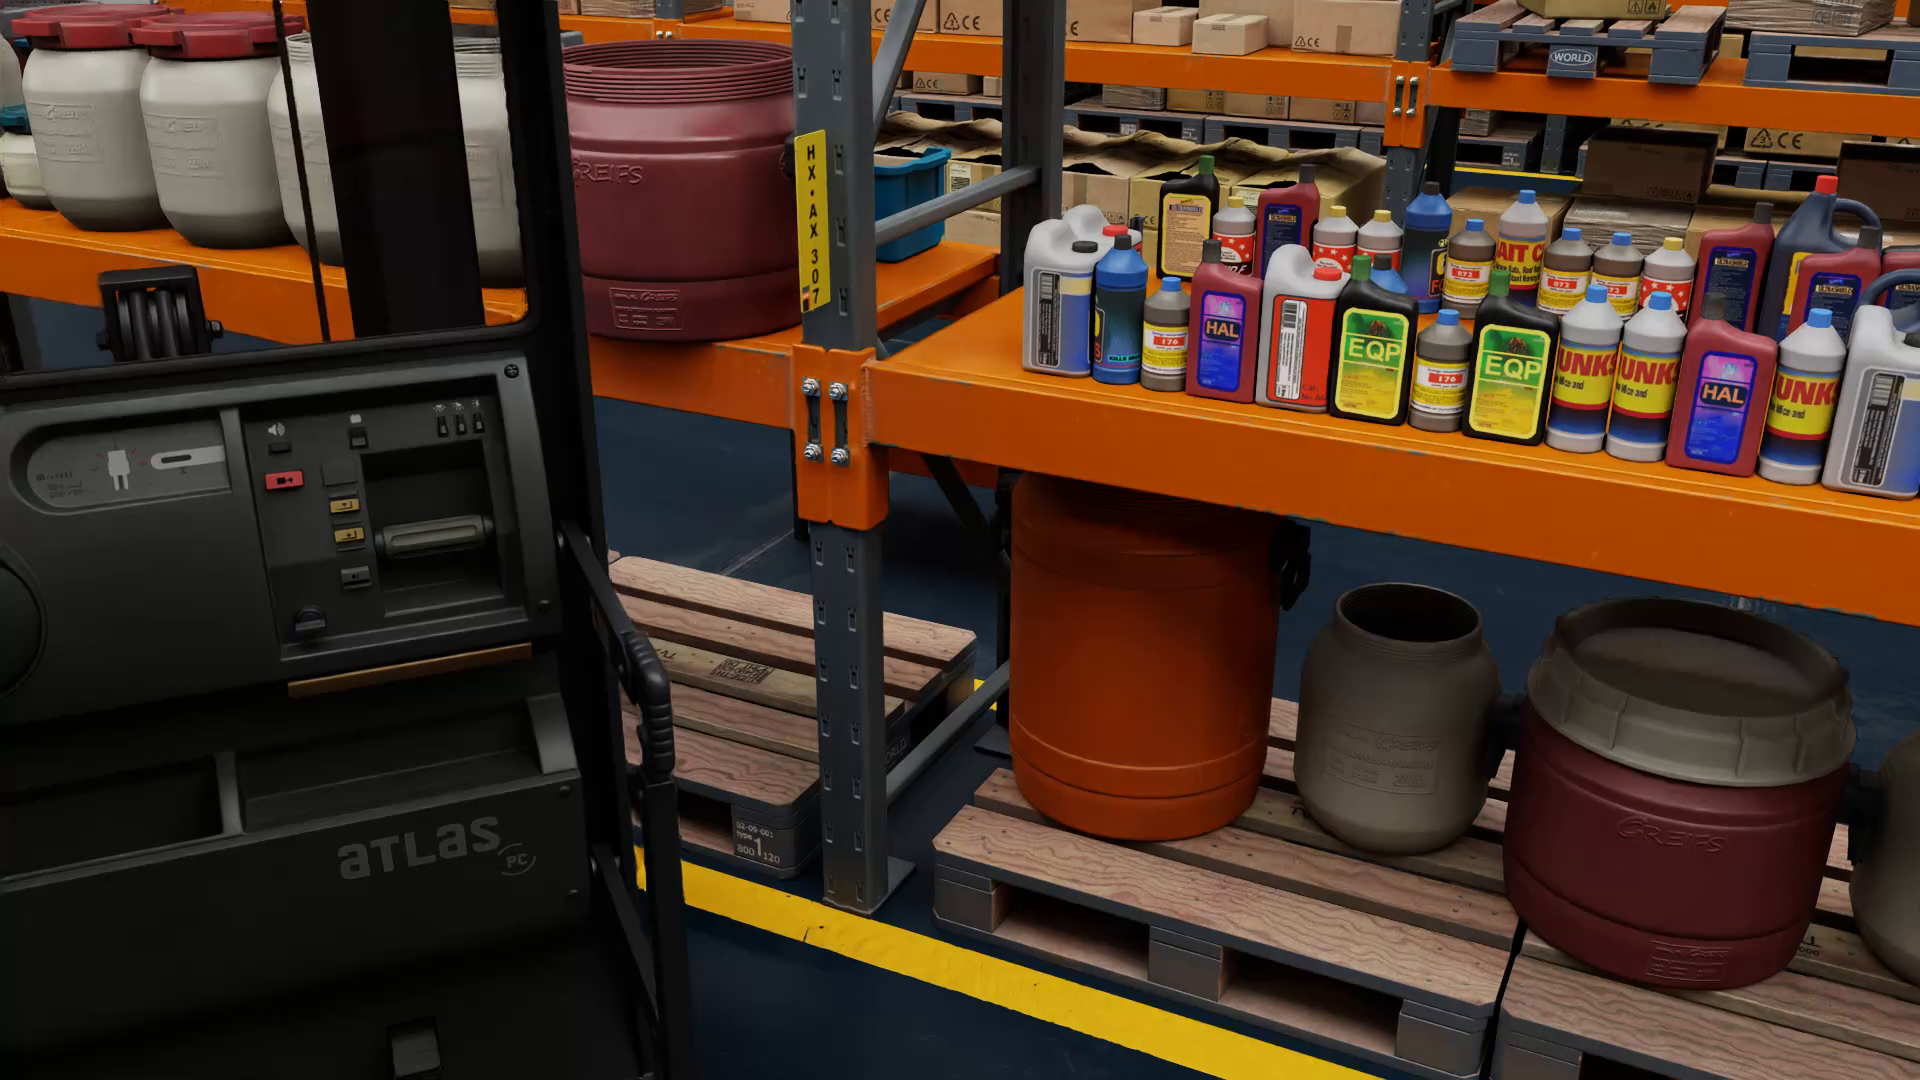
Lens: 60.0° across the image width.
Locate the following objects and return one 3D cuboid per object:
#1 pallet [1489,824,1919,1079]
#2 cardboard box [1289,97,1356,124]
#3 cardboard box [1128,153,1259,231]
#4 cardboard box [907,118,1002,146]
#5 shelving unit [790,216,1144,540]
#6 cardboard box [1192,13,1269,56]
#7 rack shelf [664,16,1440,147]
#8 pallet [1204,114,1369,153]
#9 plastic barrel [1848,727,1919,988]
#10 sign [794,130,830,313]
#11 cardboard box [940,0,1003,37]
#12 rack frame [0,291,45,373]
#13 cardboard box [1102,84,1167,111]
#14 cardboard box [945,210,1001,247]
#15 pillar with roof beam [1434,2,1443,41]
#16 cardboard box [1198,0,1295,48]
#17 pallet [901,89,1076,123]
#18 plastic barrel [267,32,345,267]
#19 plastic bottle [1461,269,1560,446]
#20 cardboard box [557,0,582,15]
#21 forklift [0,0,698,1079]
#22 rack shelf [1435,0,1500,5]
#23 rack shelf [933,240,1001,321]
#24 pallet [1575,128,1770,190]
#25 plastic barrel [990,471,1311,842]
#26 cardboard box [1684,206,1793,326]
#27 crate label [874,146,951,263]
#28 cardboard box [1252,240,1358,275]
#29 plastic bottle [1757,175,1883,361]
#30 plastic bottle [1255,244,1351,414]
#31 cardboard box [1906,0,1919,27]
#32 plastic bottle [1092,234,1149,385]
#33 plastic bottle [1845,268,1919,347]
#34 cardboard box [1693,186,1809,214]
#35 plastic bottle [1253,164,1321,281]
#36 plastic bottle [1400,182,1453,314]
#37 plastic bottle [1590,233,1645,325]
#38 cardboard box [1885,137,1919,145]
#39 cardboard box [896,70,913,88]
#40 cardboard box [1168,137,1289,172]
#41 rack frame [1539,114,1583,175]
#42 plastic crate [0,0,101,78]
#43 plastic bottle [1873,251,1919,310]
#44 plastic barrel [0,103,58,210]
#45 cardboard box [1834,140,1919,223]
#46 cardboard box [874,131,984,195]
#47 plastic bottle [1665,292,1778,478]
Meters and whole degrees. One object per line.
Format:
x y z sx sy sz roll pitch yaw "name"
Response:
1.775 0.912 3.335 1.213 0.211 1.003 11 25 25 "pallet"
2.908 -3.542 12.878 0.500 0.500 0.700 11 25 24 "cardboard box"
1.161 -1.723 8.228 0.500 0.311 0.500 11 25 24 "cardboard box"
0.038 -2.183 9.310 0.500 0.311 0.500 11 25 24 "cardboard box"
0.006 -0.516 5.527 1.048 1.125 0.538 11 25 25 "shelving unit"
1.279 -2.387 7.852 0.250 0.149 0.380 11 25 25 "cardboard box"
0.421 -2.463 8.627 4.000 0.370 1.077 11 25 25 "rack shelf"
2.656 -3.243 13.105 1.213 0.211 1.003 11 25 25 "pallet"
1.964 0.589 3.175 0.421 0.512 0.421 0 23 0 "plastic barrel"
-0.274 -0.593 3.103 0.005 0.325 0.100 11 25 25 "sign"
0.231 -2.870 8.538 0.500 0.500 0.500 11 25 25 "cardboard box"
-3.602 -1.418 5.251 0.127 3.000 1.000 11 25 25 "rack frame"
1.532 -3.806 13.498 0.500 0.500 0.700 12 26 26 "cardboard box"
0.257 -1.646 8.764 0.500 0.250 0.500 12 26 26 "cardboard box"
1.725 -5.960 8.267 0.400 9.000 9.100 11 25 25 "pillar with roof beam"
1.495 -2.625 8.204 0.500 0.311 0.500 11 25 24 "cardboard box"
0.253 -3.701 14.182 1.213 0.211 1.003 11 25 25 "pallet"
-1.423 -0.944 3.995 0.421 0.512 0.421 0 23 0 "plastic barrel"
0.926 -0.306 2.786 0.133 0.283 0.061 11 25 25 "plastic bottle"
-2.236 -3.360 9.690 0.500 0.500 0.700 11 25 24 "cardboard box"
-0.929 0.018 1.964 1.130 2.935 3.031 -9 25 -21 "forklift"
2.653 -4.194 12.697 4.000 0.370 1.077 11 25 25 "rack shelf"
0.006 -0.786 5.413 1.000 0.278 0.538 11 25 25 "rack shelf"
5.107 -2.723 11.882 1.213 0.211 1.003 11 25 25 "pallet"
0.412 0.175 3.743 0.708 0.830 0.600 11 25 25 "plastic barrel"
3.398 -1.132 7.210 0.500 0.500 0.500 11 25 24 "cardboard box"
-0.239 -0.840 4.105 0.416 0.233 0.303 11 25 25 "crate label"
1.626 -1.376 8.130 0.500 0.250 0.500 12 26 26 "cardboard box"
1.664 -0.522 3.207 0.185 0.351 0.144 11 25 25 "plastic bottle"
0.621 -0.383 2.977 0.135 0.276 0.152 11 25 25 "plastic bottle"
4.171 -2.264 6.576 0.500 0.500 0.700 5 24 11 "cardboard box"
0.299 -0.433 3.099 0.097 0.271 0.097 0 23 0 "plastic bottle"
1.535 -0.302 2.690 0.185 0.351 0.144 11 25 25 "plastic bottle"
3.608 -1.318 7.649 0.500 0.500 0.500 10 25 23 "cardboard box"
0.727 -0.694 3.699 0.133 0.283 0.061 11 25 25 "plastic bottle"
0.996 -0.628 3.558 0.097 0.271 0.097 0 23 0 "plastic bottle"
1.343 -0.527 3.410 0.097 0.201 0.097 0 23 0 "plastic bottle"
6.574 -2.894 10.933 0.750 0.750 0.750 12 26 26 "cardboard box"
-0.550 -4.058 14.539 0.250 0.149 0.380 9 25 20 "cardboard box"
1.398 -1.911 8.672 0.500 0.311 0.500 11 25 23 "cardboard box"
4.438 -4.171 11.726 0.127 3.000 1.000 11 25 25 "rack frame"
-3.032 -1.468 5.288 0.583 0.464 0.402 11 25 25 "plastic crate"
1.798 -0.456 3.138 0.133 0.283 0.061 11 25 25 "plastic bottle"
-2.490 -1.067 4.602 0.301 0.262 0.301 0 23 0 "plastic barrel"
4.114 -1.567 7.276 0.500 0.250 0.500 11 25 24 "cardboard box"
-0.201 -1.992 8.861 0.500 0.311 0.500 10 25 23 "cardboard box"
1.219 -0.248 2.650 0.133 0.283 0.061 11 25 25 "plastic bottle"
